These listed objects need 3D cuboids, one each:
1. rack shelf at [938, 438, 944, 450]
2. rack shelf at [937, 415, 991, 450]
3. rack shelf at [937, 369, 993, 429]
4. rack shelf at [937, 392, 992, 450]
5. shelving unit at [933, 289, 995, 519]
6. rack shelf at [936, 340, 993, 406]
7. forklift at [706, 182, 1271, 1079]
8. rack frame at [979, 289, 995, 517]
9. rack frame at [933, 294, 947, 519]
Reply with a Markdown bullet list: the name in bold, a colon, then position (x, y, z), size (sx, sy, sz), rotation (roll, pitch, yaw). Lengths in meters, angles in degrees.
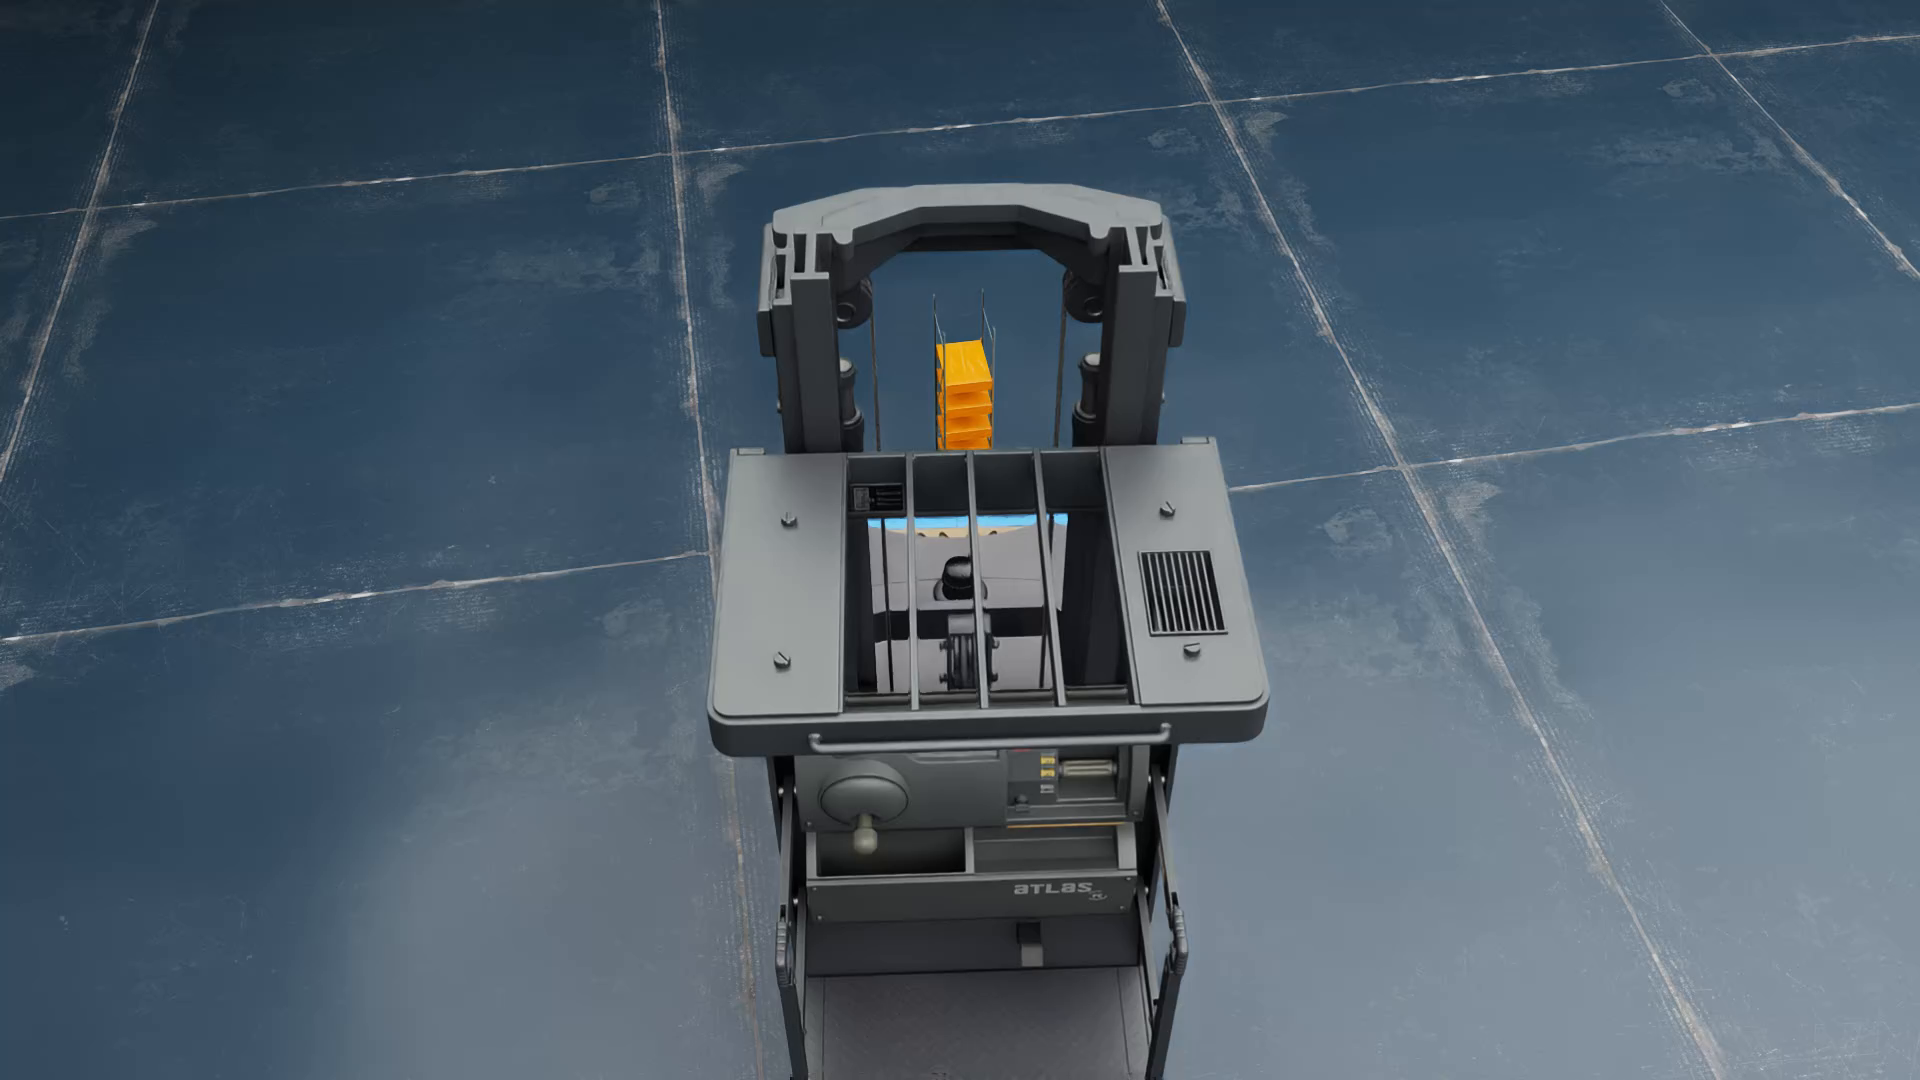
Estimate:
- **rack shelf**: position (0.014, -0.304, 6.631), size (0.180, 0.103, 0.258), rotation (-7, 46, -7)
- **rack shelf**: position (0.014, -0.387, 6.545), size (0.180, 0.103, 0.258), rotation (-7, 46, -7)
- **rack shelf**: position (0.014, -0.554, 6.372), size (0.180, 0.103, 0.258), rotation (-7, 46, -7)
- **rack shelf**: position (0.014, -0.471, 6.458), size (0.180, 0.103, 0.258), rotation (-7, 46, -7)
- **shelving unit**: position (0.014, -0.418, 6.513), size (0.189, 1.200, 0.258), rotation (-7, 46, -7)
- **rack shelf**: position (0.014, -0.637, 6.286), size (0.180, 0.103, 0.258), rotation (-7, 46, -7)
- **forklift**: position (0.042, 0.715, 4.219), size (1.130, 2.935, 3.031), rotation (-2, 46, -1)
- **rack frame**: position (0.104, -0.429, 6.524), size (0.006, 1.200, 0.240), rotation (-7, 46, -7)
- **rack frame**: position (-0.076, -0.407, 6.502), size (0.006, 1.200, 0.240), rotation (-7, 46, -7)
